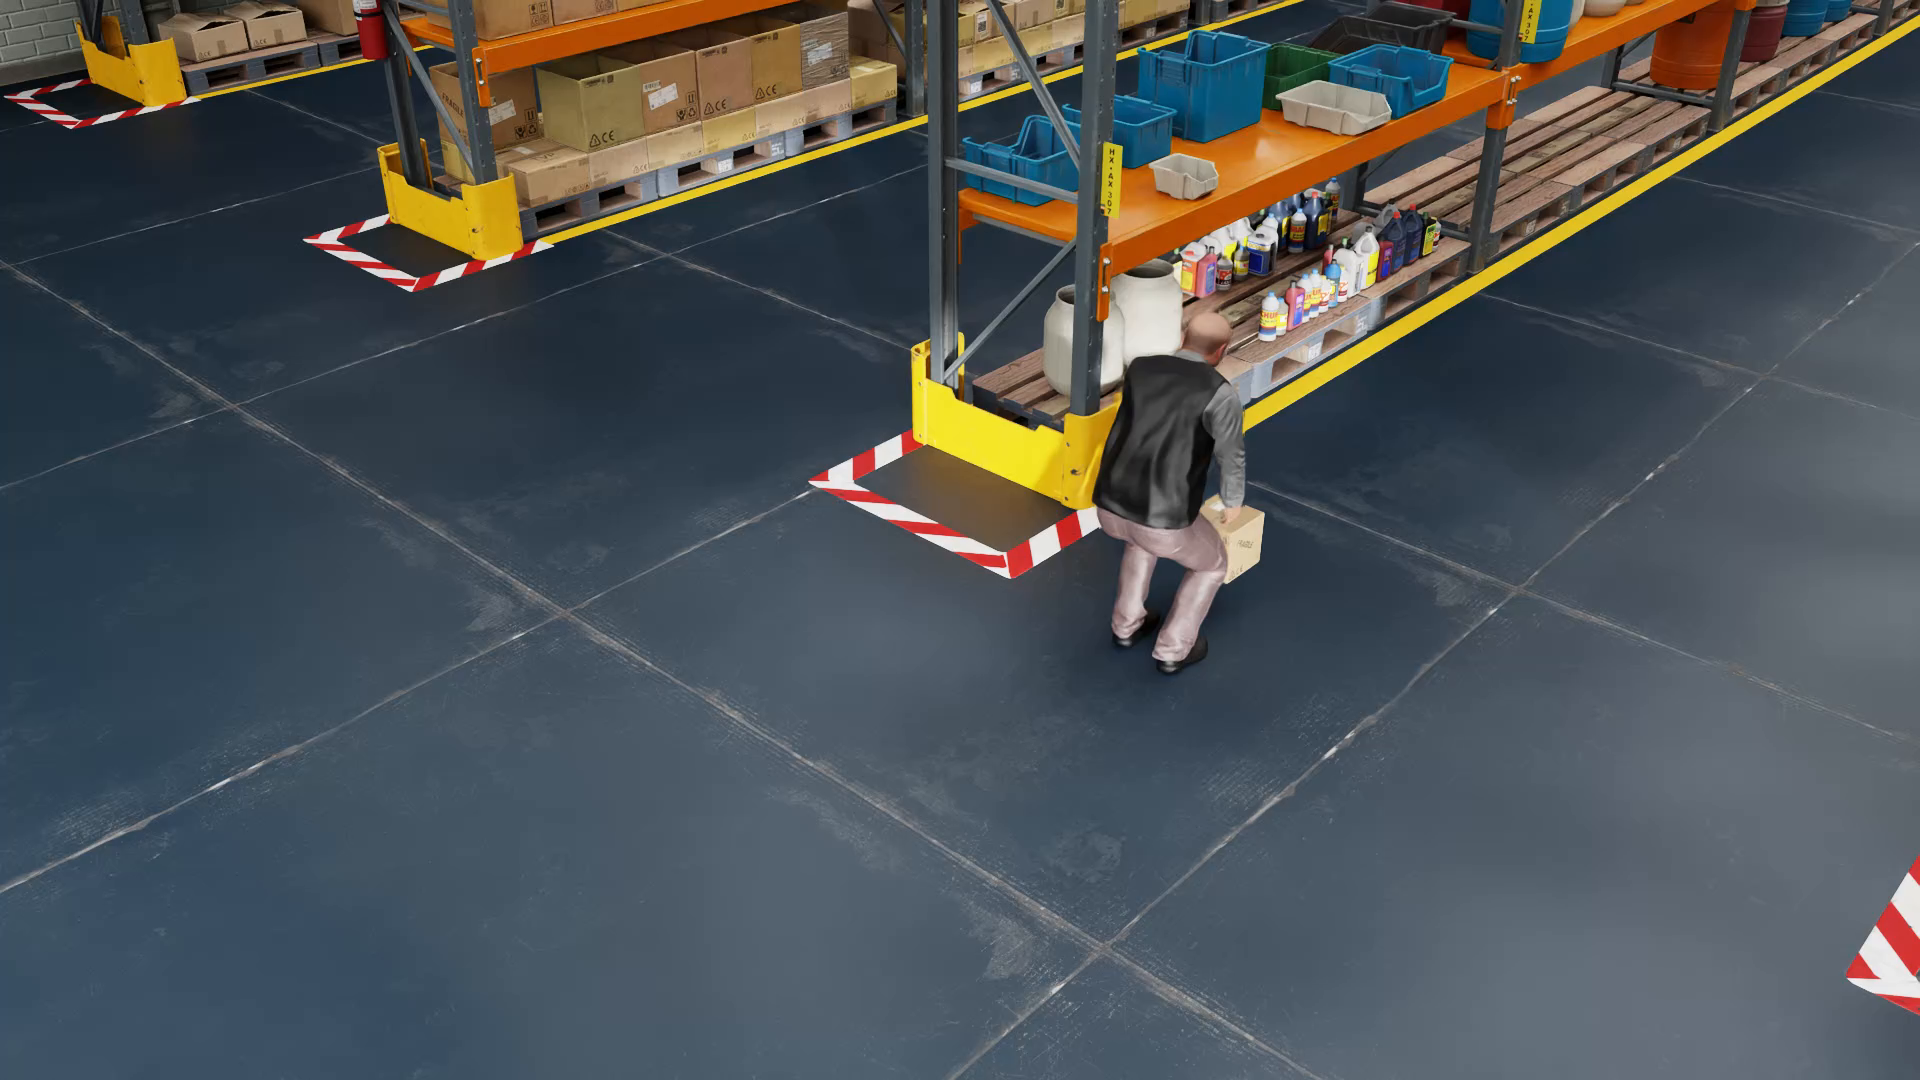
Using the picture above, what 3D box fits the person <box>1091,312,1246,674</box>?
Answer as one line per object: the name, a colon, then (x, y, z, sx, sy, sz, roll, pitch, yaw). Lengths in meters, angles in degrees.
person: (0.826, -0.181, 6.743, 0.591, 1.434, 0.689, 25, 39, 35)
